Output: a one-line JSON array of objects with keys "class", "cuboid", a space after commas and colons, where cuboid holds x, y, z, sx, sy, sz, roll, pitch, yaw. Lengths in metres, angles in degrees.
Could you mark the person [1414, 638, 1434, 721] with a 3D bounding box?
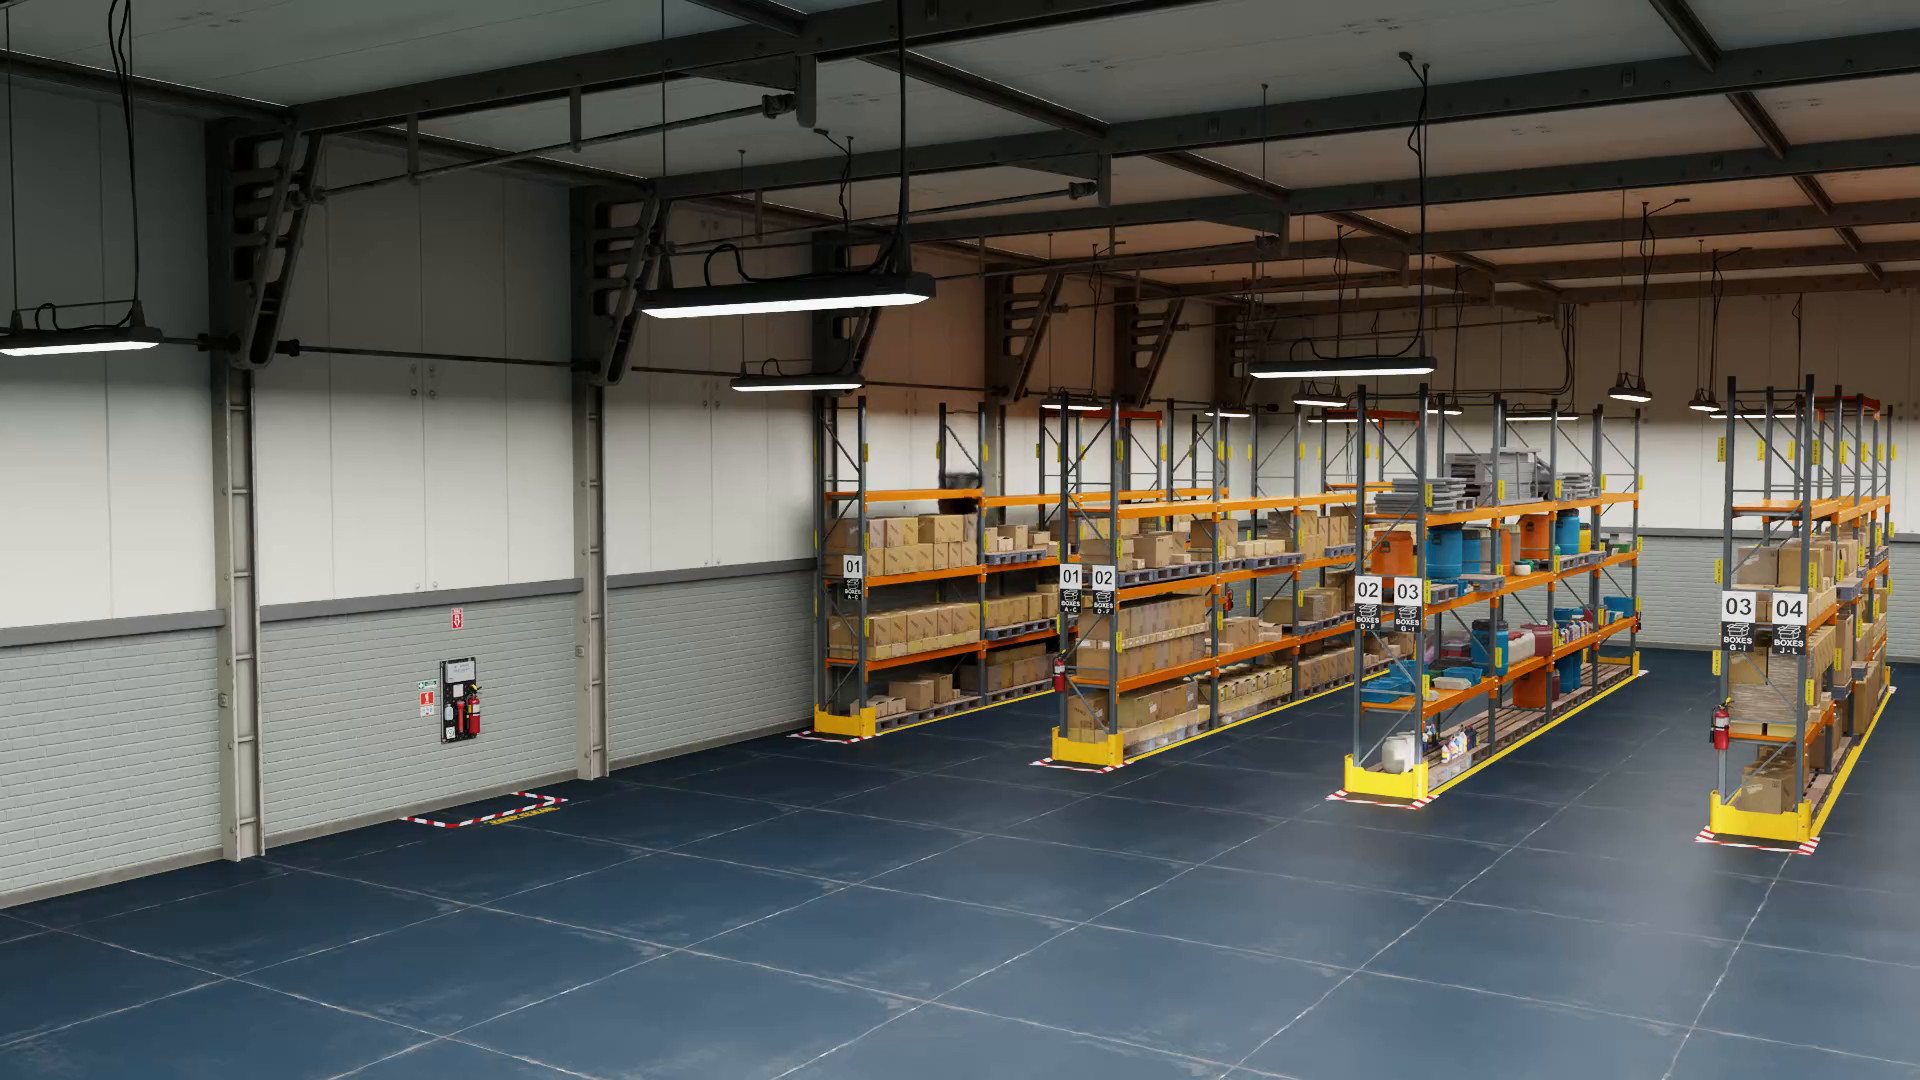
[{"class": "person", "cuboid": [8.663, 2.599, 31.001, 0.537, 1.548, 0.522, 2, 4, 35]}]
